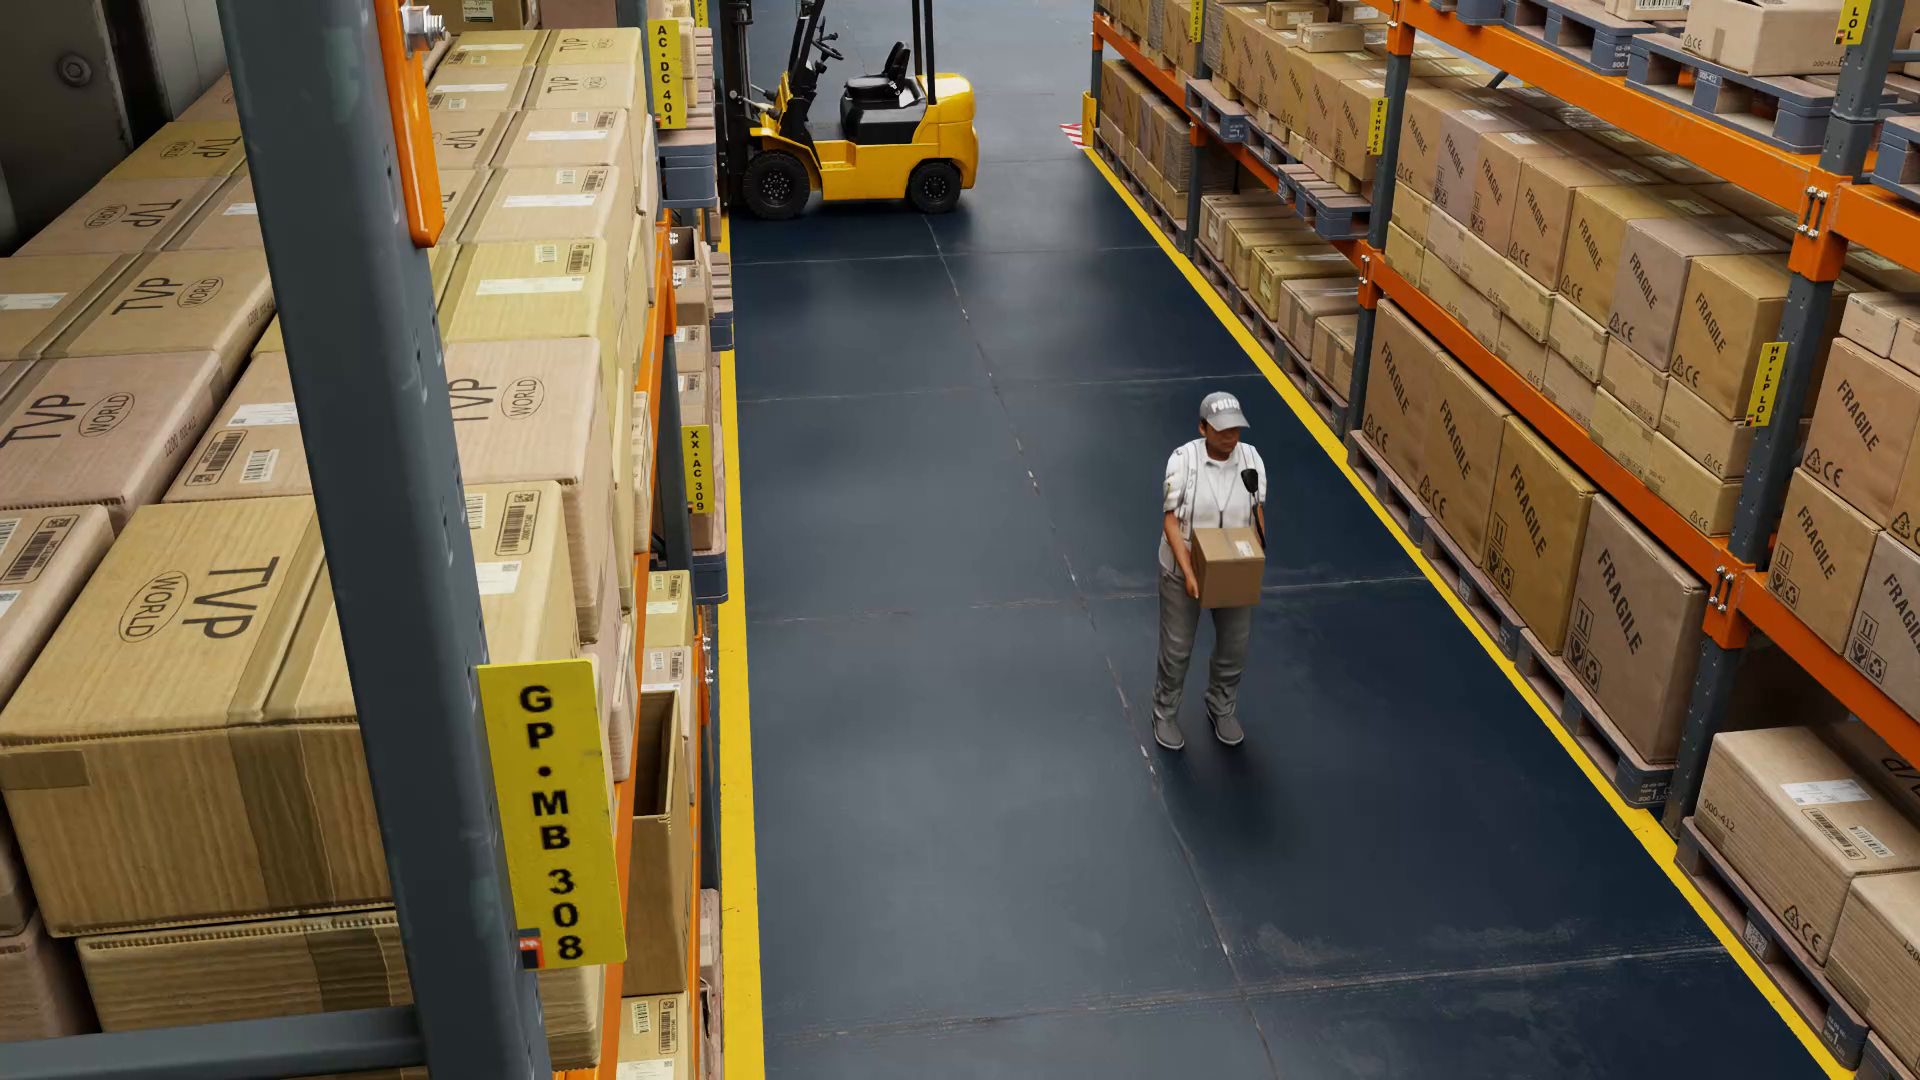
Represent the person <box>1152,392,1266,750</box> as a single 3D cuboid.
[{"bbox_3d":[1.109,0.171,7.297,0.454,1.655,0.535,-3,27,-6],"label":"person"}]
